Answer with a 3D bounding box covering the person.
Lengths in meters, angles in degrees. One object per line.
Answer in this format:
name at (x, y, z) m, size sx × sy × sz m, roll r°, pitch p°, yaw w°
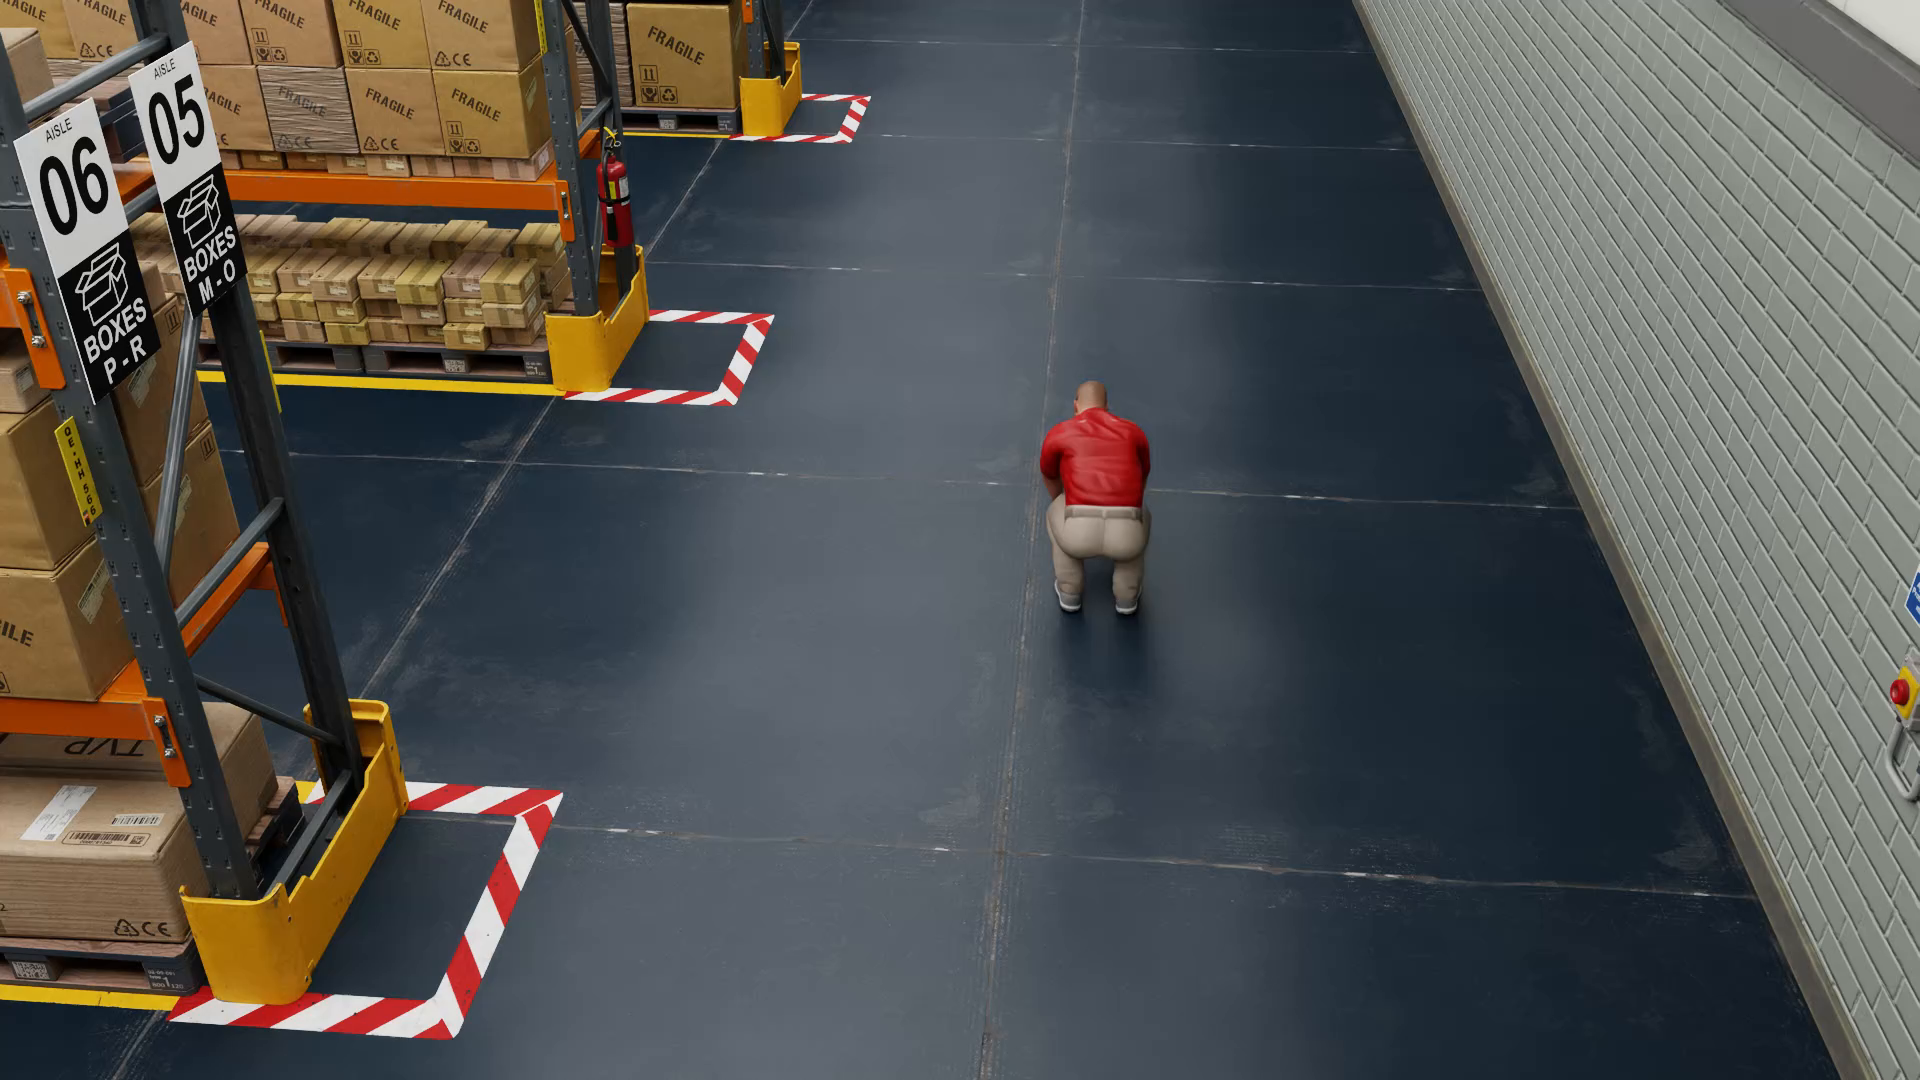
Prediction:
person at (0.670, -0.197, 8.190) m, size 0.569 × 0.979 × 0.885 m, roll 2°, pitch 32°, yaw 4°
